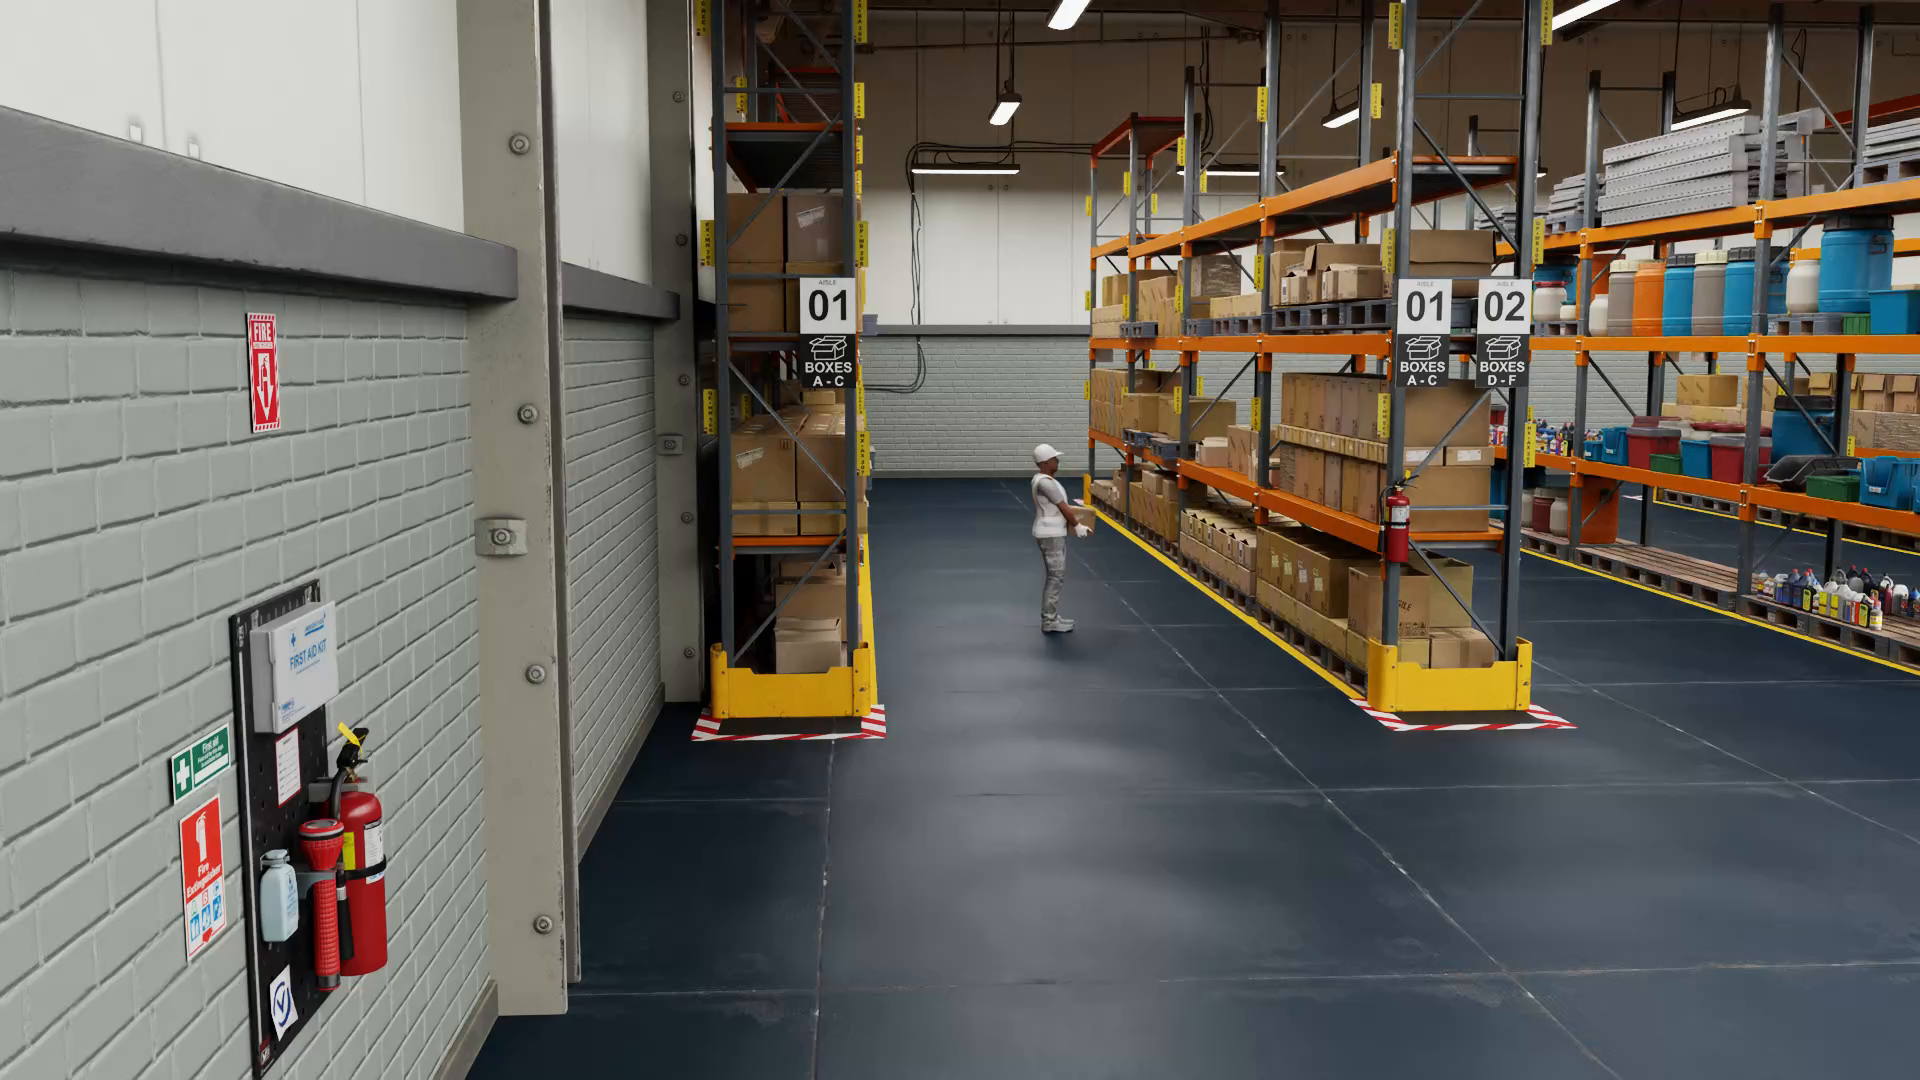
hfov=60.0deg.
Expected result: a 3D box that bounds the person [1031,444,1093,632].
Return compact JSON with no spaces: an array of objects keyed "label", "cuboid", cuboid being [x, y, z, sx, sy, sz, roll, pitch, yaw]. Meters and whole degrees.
[{"label":"person","cuboid":[0.965,-0.028,15.913,0.575,1.778,0.487,0,7,-3]}]
